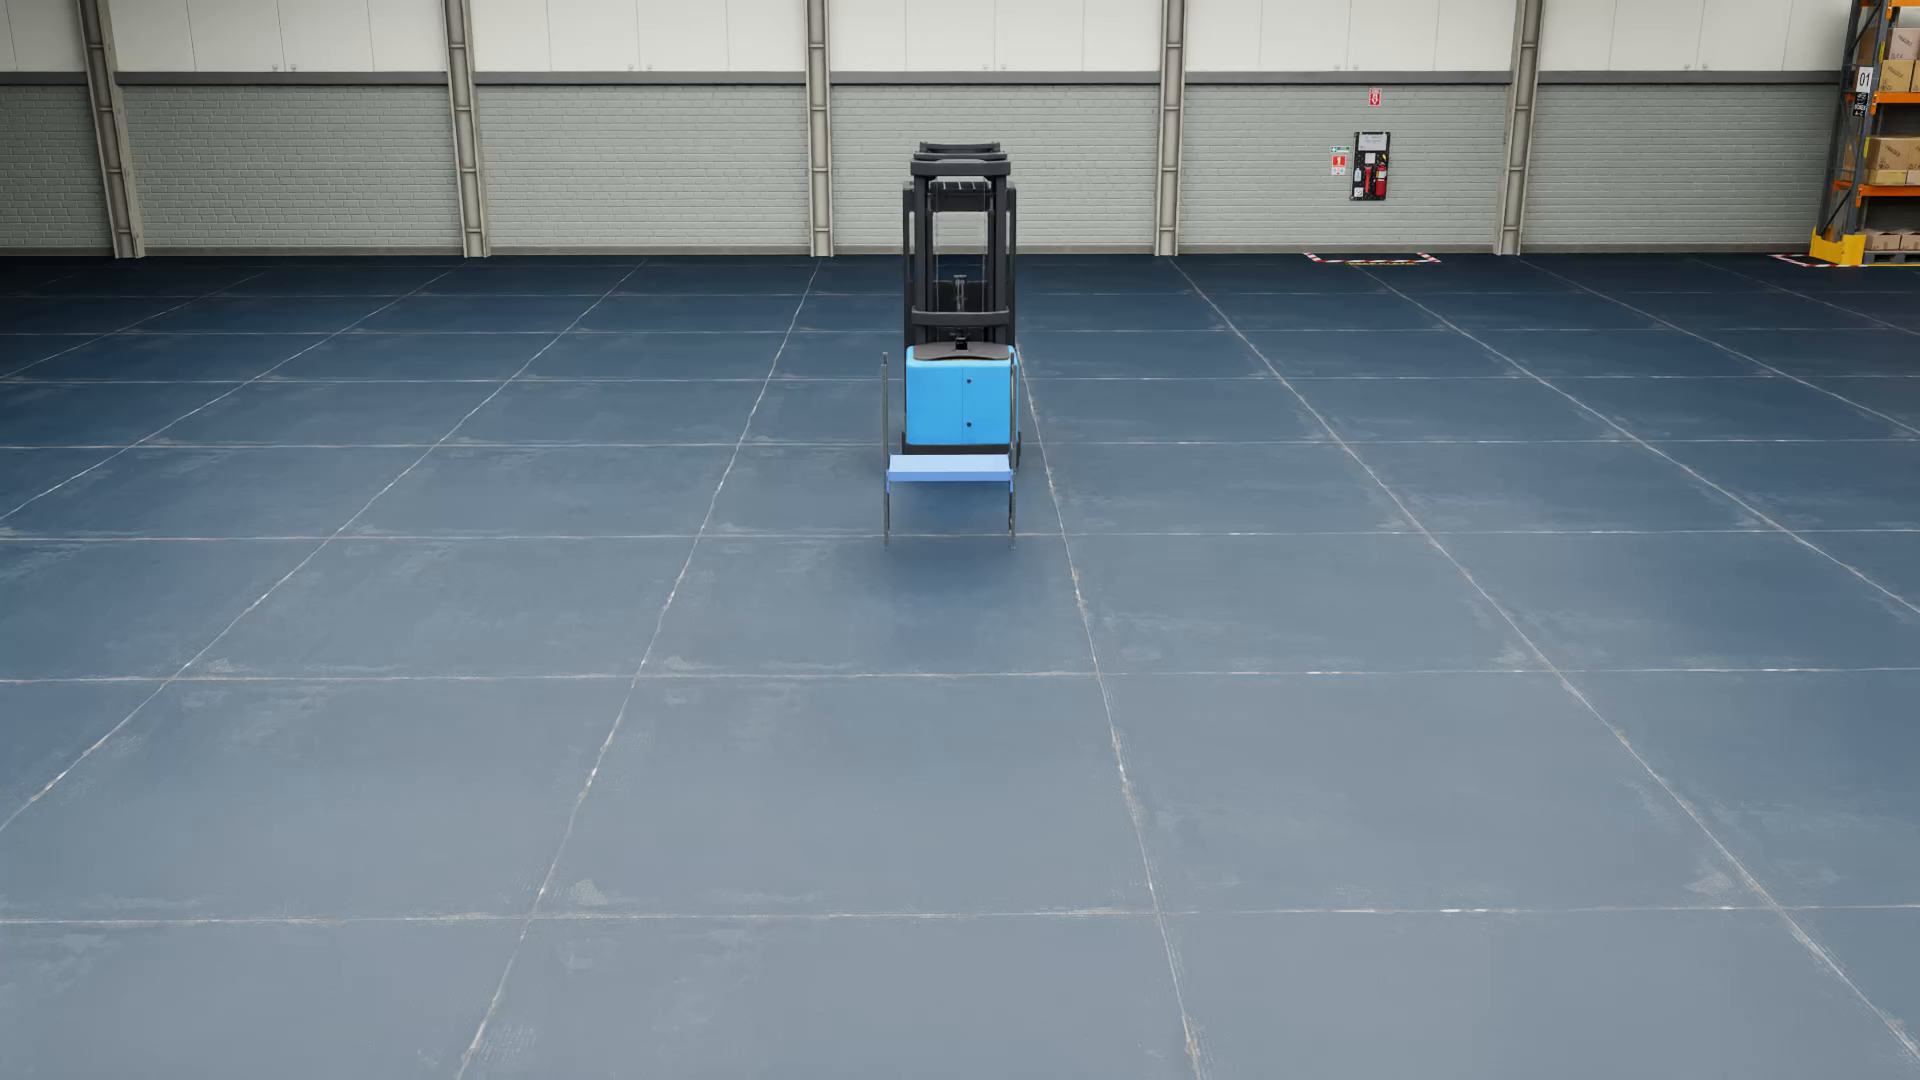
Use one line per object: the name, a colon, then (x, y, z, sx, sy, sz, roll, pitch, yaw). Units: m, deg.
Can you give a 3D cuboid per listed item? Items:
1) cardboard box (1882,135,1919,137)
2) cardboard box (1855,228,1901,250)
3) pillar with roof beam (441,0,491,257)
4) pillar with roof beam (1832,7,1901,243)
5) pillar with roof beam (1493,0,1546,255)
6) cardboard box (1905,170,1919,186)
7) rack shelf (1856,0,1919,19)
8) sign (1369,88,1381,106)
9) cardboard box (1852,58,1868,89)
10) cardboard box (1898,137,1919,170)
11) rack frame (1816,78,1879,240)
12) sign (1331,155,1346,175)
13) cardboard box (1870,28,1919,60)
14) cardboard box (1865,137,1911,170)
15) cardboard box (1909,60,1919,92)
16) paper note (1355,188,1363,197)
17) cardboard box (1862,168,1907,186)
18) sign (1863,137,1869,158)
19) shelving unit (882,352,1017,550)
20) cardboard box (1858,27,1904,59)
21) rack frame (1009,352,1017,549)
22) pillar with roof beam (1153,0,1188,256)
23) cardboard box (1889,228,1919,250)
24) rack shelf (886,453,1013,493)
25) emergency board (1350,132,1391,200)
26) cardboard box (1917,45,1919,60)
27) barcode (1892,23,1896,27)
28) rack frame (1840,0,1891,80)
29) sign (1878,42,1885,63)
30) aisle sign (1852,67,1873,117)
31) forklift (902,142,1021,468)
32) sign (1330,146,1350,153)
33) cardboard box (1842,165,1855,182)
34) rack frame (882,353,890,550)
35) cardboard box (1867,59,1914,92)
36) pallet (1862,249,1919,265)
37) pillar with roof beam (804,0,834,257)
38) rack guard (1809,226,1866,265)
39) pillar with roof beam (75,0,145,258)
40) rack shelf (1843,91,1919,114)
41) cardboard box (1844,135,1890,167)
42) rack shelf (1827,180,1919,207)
cardboard box: (15.883, -6.583, 28.143, 0.500, 0.500, 0.500, 0, 18, 0)
cardboard box: (15.604, -5.126, 28.298, 0.500, 0.311, 0.500, -2, 18, -7)
pillar with roof beam: (-8.332, -7.915, 23.488, 0.400, 9.000, 9.100, 0, 18, -1)
pillar with roof beam: (15.665, -8.030, 23.849, 0.400, 9.000, 9.100, 0, 18, -1)
pillar with roof beam: (9.666, -8.001, 23.758, 0.400, 9.000, 9.100, 0, 18, -1)
cardboard box: (15.923, -6.071, 27.776, 0.500, 0.250, 0.500, -1, 18, -3)
rack shelf: (16.911, -8.743, 27.254, 4.000, 0.370, 1.077, 0, 18, -1)
sign: (7.117, -7.594, 28.513, 0.199, 0.298, 0.001, 0, 18, -1)
cardboard box: (15.324, -7.786, 27.801, 0.500, 0.500, 0.500, 1, 18, 3)
cardboard box: (15.888, -6.426, 27.654, 0.500, 0.500, 0.500, 0, 18, -1)
rack frame: (14.911, -6.221, 28.030, 0.127, 3.000, 1.000, 0, 18, -1)
sign: (6.572, -6.505, 28.857, 0.234, 0.329, 0.001, 0, 18, -1)
cardboard box: (15.300, -8.110, 27.175, 0.500, 0.500, 0.500, -2, 18, -5)
cardboard box: (15.393, -6.427, 27.656, 0.500, 0.500, 0.500, 0, 18, -1)
cardboard box: (15.787, -7.623, 27.294, 0.500, 0.500, 0.500, 1, 18, 3)
paper note: (6.949, -6.060, 28.970, 0.142, 0.148, 0.016, 0, 18, -1)
cardboard box: (15.404, -6.064, 27.755, 0.500, 0.250, 0.500, -1, 18, -2)
sign: (14.920, -6.467, 27.381, 0.005, 0.325, 0.100, 0, 18, -1)
shelving unit: (-0.085, -0.714, 13.317, 1.048, 1.500, 0.538, 0, 18, -1)
cardboard box: (15.338, -8.264, 27.656, 0.500, 0.500, 0.500, 1, 18, 2)
rack frame: (0.423, -0.716, 13.325, 0.032, 1.500, 0.500, 0, 18, -1)
pillar with roof beam: (3.667, -7.972, 23.668, 0.400, 9.000, 9.100, 0, 18, -1)
cardboard box: (16.174, -5.129, 28.306, 0.500, 0.311, 0.500, 1, 18, 4)
rack shelf: (-0.085, -0.542, 13.372, 1.000, 0.185, 0.538, 0, 18, -1)
emergency board: (7.127, -6.459, 28.773, 0.643, 1.169, 0.194, 0, 18, -1)
cardboard box: (15.803, -8.097, 27.134, 0.500, 0.500, 0.500, 0, 18, -1)
barcode: (15.613, -8.615, 27.799, 0.075, 0.075, 0.001, 0, 18, -1)
rack frame: (14.911, -9.078, 27.113, 0.127, 3.000, 1.000, 0, 18, -1)
sign: (14.920, -7.900, 26.921, 0.005, 0.325, 0.100, 0, 18, -1)
aisle sign: (14.844, -7.367, 27.346, 0.004, 0.787, 0.394, 0, 18, -1)
forklift: (-0.011, -2.438, 16.350, 1.130, 2.935, 3.031, 0, 18, -1)
sign: (6.577, -6.755, 28.768, 0.331, 0.109, 0.001, 0, 18, -1)
cardboard box: (15.376, -6.221, 28.241, 0.500, 0.250, 0.500, 0, 18, 0)
rack frame: (-0.594, -0.711, 13.310, 0.032, 1.500, 0.500, 0, 18, -1)
cardboard box: (15.249, -7.632, 27.320, 0.500, 0.500, 0.500, 0, 18, 1)
pallet: (15.800, -4.887, 28.435, 1.213, 0.211, 1.003, 0, 18, -1)
pillar with roof beam: (-2.332, -7.944, 23.578, 0.400, 9.000, 9.100, 0, 18, -1)
rack guard: (14.987, -5.031, 28.413, 0.348, 0.500, 1.175, 0, 18, -1)
pillar with roof beam: (-14.331, -7.886, 23.398, 0.400, 9.000, 9.100, 0, 18, -1)
rack shelf: (16.911, -7.316, 27.711, 4.000, 0.370, 1.077, 0, 18, -1)
cardboard box: (15.379, -6.583, 28.144, 0.500, 0.500, 0.500, 0, 18, -1)
rack shelf: (16.911, -5.888, 28.170, 4.000, 0.370, 1.077, 0, 18, -1)
